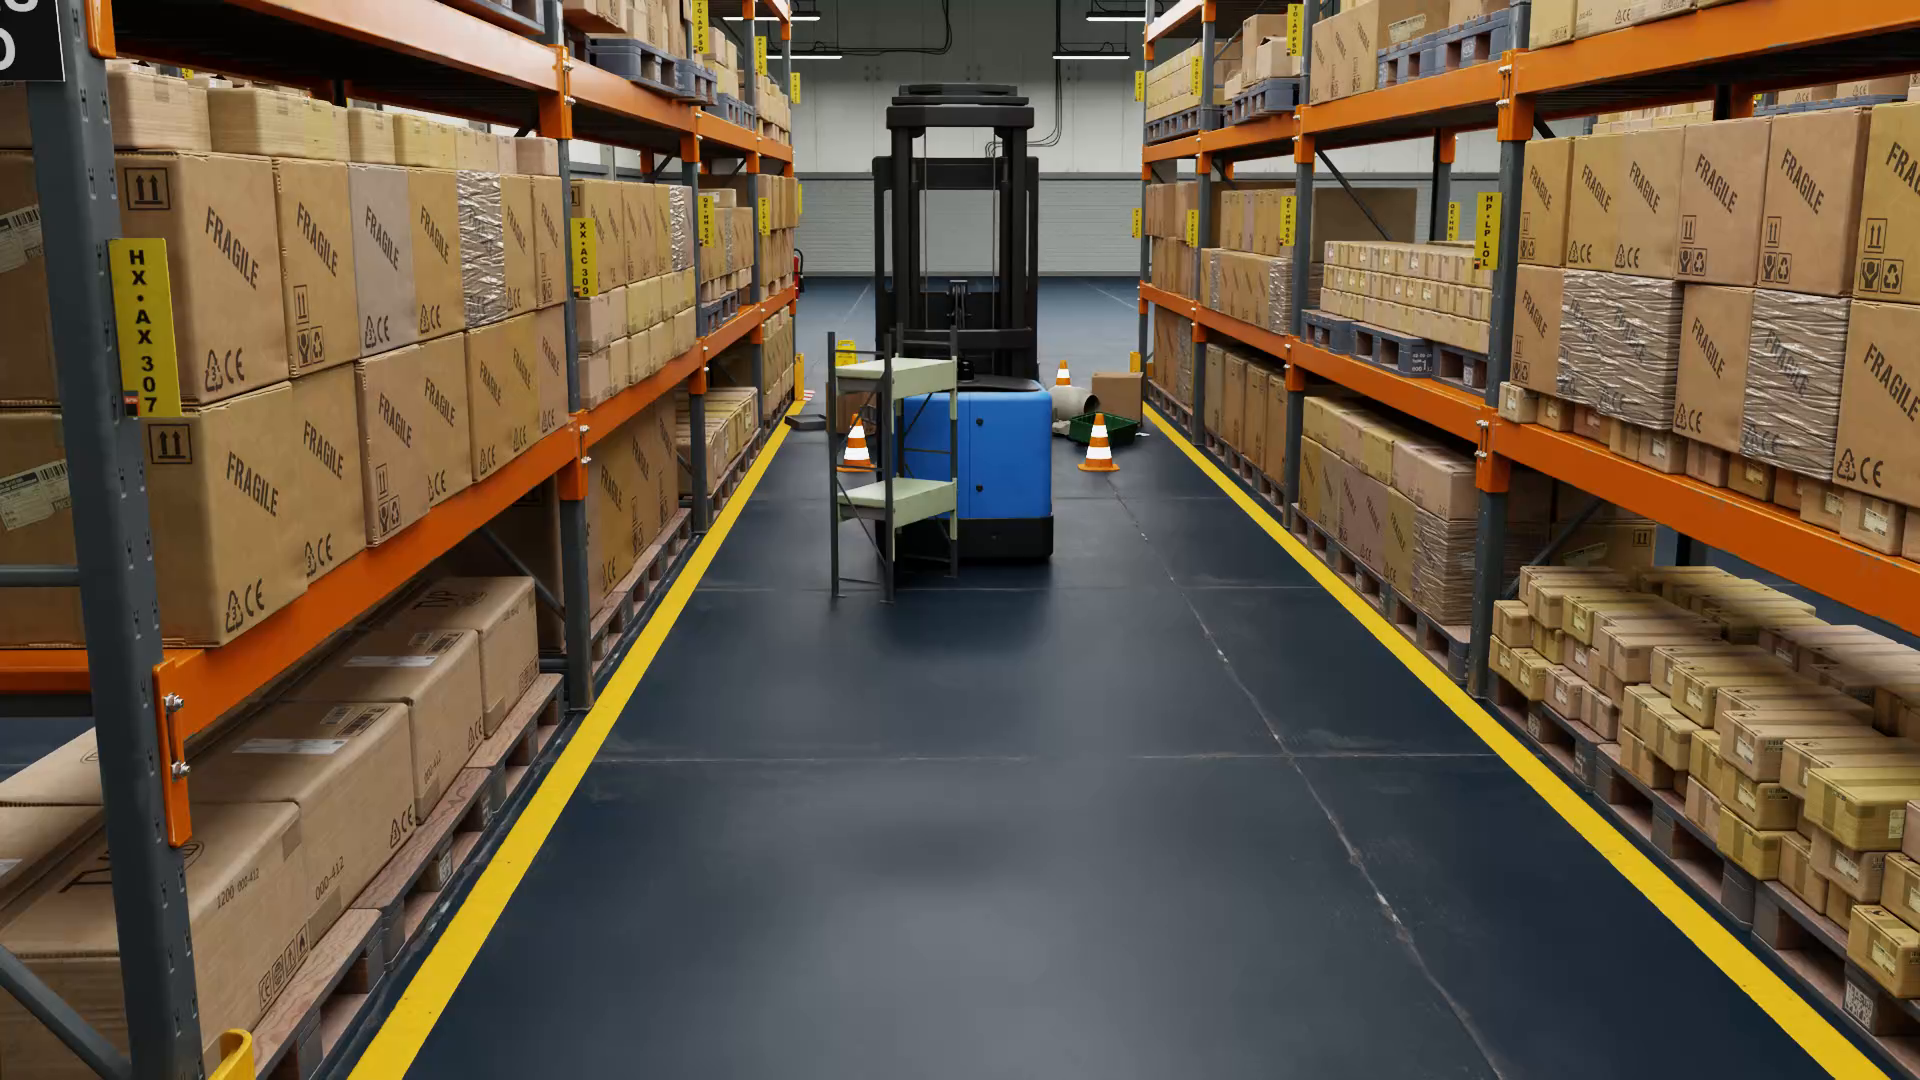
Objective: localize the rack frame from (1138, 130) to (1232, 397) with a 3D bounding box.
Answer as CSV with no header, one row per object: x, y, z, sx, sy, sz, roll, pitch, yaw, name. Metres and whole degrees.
2.568,-3.144,19.014,1.000,3.000,0.127,0,11,-1,rack frame

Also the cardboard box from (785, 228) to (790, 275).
-2.086,-3.092,17.758,0.500,0.500,0.500,0,11,-1,cardboard box

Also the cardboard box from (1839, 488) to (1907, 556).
2.593,-0.054,4.415,0.380,0.149,0.250,0,11,0,cardboard box

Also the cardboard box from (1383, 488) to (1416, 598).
2.539,0.012,8.685,0.500,0.500,0.500,-1,11,-2,cardboard box

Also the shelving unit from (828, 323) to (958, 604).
-0.373,-0.461,9.559,0.431,1.500,0.755,6,13,28,shelving unit

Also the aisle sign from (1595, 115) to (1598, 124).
7.228,-4.430,18.811,0.394,0.787,0.004,0,11,-1,aisle sign

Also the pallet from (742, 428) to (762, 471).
-2.279,-0.787,14.410,1.003,0.211,1.213,0,11,-1,pallet

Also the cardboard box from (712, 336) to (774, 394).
-2.038,-1.653,15.636,0.500,0.500,0.500,0,11,2,cardboard box

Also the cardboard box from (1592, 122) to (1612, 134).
7.281,-4.444,18.255,0.500,0.250,0.500,0,11,1,cardboard box

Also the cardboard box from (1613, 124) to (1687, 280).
2.587,-1.150,5.668,0.500,0.500,0.500,0,11,0,cardboard box

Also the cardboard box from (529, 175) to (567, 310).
-1.845,-1.165,6.491,0.500,0.500,0.500,0,11,-2,cardboard box

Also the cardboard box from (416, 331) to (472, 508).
-1.829,-0.370,5.088,0.500,0.500,0.500,0,11,1,cardboard box

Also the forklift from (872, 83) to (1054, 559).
-0.043,-1.561,11.384,1.130,2.935,3.031,-1,11,-4,forklift

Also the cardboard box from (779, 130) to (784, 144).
-2.082,-4.279,17.693,0.380,0.149,0.250,0,11,1,cardboard box

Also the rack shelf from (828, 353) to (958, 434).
-0.373,-0.843,9.482,0.431,0.370,0.720,6,13,28,rack shelf

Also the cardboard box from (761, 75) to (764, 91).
-2.007,-4.215,15.371,0.380,0.149,0.250,-1,11,-3,cardboard box

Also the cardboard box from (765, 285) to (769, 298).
-2.045,-2.402,15.985,0.380,0.149,0.250,0,11,1,cardboard box

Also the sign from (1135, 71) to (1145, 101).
2.013,-5.081,18.615,0.100,0.325,0.005,0,11,-1,sign

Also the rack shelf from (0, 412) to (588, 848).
-2.090,0.032,5.169,1.077,0.370,4.000,0,11,-1,rack shelf

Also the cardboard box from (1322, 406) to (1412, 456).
2.516,-0.664,10.130,0.500,0.250,0.500,0,11,-2,cardboard box

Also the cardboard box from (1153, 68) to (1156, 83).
2.267,-4.969,17.780,0.380,0.149,0.250,0,11,-2,cardboard box

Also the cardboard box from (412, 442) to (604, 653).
-2.224,-0.006,7.832,0.875,0.875,0.875,0,11,1,cardboard box

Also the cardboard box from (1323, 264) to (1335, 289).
2.543,-1.686,10.651,0.380,0.149,0.250,0,11,1,cardboard box

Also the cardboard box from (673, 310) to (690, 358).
-1.917,-1.239,10.000,0.500,0.250,0.500,0,11,0,cardboard box

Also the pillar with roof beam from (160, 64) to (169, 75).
-3.924,-5.898,17.501,9.100,9.000,0.400,0,11,-1,pillar with roof beam

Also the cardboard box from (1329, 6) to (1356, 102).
2.497,-2.859,9.812,0.500,0.500,0.500,0,11,-1,cardboard box

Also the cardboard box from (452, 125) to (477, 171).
-1.850,-1.313,5.590,0.380,0.149,0.250,0,11,-2,cardboard box

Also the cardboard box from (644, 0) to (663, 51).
-1.887,-2.889,8.905,0.500,0.500,0.500,0,11,-1,cardboard box

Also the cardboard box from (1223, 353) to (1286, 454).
2.770,-1.138,13.725,1.050,0.750,0.750,0,11,-1,cardboard box

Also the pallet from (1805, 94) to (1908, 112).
7.542,-3.398,13.193,1.213,0.211,1.003,0,11,-1,pallet

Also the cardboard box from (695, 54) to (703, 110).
-2.274,-3.337,12.161,0.797,0.503,0.637,0,11,-1,cardboard box

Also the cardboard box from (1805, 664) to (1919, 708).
3.080,0.519,5.573,0.380,0.149,0.250,0,11,-1,cardboard box

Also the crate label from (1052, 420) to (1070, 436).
1.035,-1.073,16.002,0.298,0.136,0.250,-10,15,-40,crate label

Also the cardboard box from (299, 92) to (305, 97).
-7.015,-4.528,17.320,0.396,0.266,0.258,0,11,-1,cardboard box

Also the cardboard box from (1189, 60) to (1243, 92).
2.384,-4.243,15.207,0.500,0.250,0.500,0,11,-2,cardboard box

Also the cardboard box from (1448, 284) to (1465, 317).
2.602,-1.167,8.097,0.380,0.149,0.250,0,11,1,cardboard box

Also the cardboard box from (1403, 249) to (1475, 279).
2.586,-1.471,8.846,0.380,0.149,0.250,-1,11,-4,cardboard box

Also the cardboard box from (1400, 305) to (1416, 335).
2.580,-1.179,8.901,0.380,0.149,0.250,0,11,1,cardboard box

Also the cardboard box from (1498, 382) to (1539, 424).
2.495,-0.578,6.997,0.380,0.149,0.250,0,11,1,cardboard box

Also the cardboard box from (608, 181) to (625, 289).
-1.891,-1.447,7.882,0.500,0.500,0.500,0,11,-1,cardboard box

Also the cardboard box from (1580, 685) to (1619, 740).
2.620,0.658,6.383,0.380,0.149,0.250,0,11,-2,cardboard box

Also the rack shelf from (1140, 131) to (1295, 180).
2.609,-3.864,16.827,1.077,0.370,4.000,0,11,-1,rack shelf

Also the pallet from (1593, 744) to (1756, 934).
2.893,0.984,5.677,1.003,0.211,1.213,0,11,-1,pallet

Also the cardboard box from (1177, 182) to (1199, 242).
2.550,-3.134,15.871,0.875,0.550,0.550,0,11,-1,cardboard box

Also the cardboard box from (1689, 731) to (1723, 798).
2.580,0.721,5.328,0.380,0.149,0.250,0,11,2,cardboard box

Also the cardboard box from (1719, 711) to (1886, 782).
2.551,0.626,5.048,0.380,0.149,0.250,0,11,1,cardboard box

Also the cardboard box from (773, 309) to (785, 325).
-2.021,-2.314,17.264,0.380,0.149,0.250,0,11,1,cardboard box

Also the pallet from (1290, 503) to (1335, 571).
2.748,-0.032,10.687,1.003,0.211,1.213,0,11,-1,pallet

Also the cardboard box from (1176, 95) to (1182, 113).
2.302,-4.224,16.115,0.380,0.149,0.250,0,11,0,cardboard box

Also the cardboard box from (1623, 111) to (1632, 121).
7.275,-4.525,17.648,0.380,0.149,0.250,0,11,1,cardboard box

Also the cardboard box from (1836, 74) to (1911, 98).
7.543,-3.795,13.360,0.797,0.503,0.637,0,11,1,cardboard box

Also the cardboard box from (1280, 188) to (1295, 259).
2.722,-2.283,12.001,0.700,0.500,0.500,0,11,-2,cardboard box

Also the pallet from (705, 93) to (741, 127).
-2.365,-3.358,12.992,1.213,0.211,1.003,0,11,-1,pallet

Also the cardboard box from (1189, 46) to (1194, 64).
2.319,-4.463,15.290,0.380,0.149,0.250,0,11,-1,cardboard box

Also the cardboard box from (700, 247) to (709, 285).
-1.991,-2.005,11.340,0.500,0.500,0.500,-1,11,-3,cardboard box

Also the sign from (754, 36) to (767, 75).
-1.741,-4.228,14.521,0.100,0.325,0.005,0,11,-1,sign

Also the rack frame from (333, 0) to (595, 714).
-2.131,-0.719,7.057,1.000,3.000,0.127,0,11,-1,rack frame
